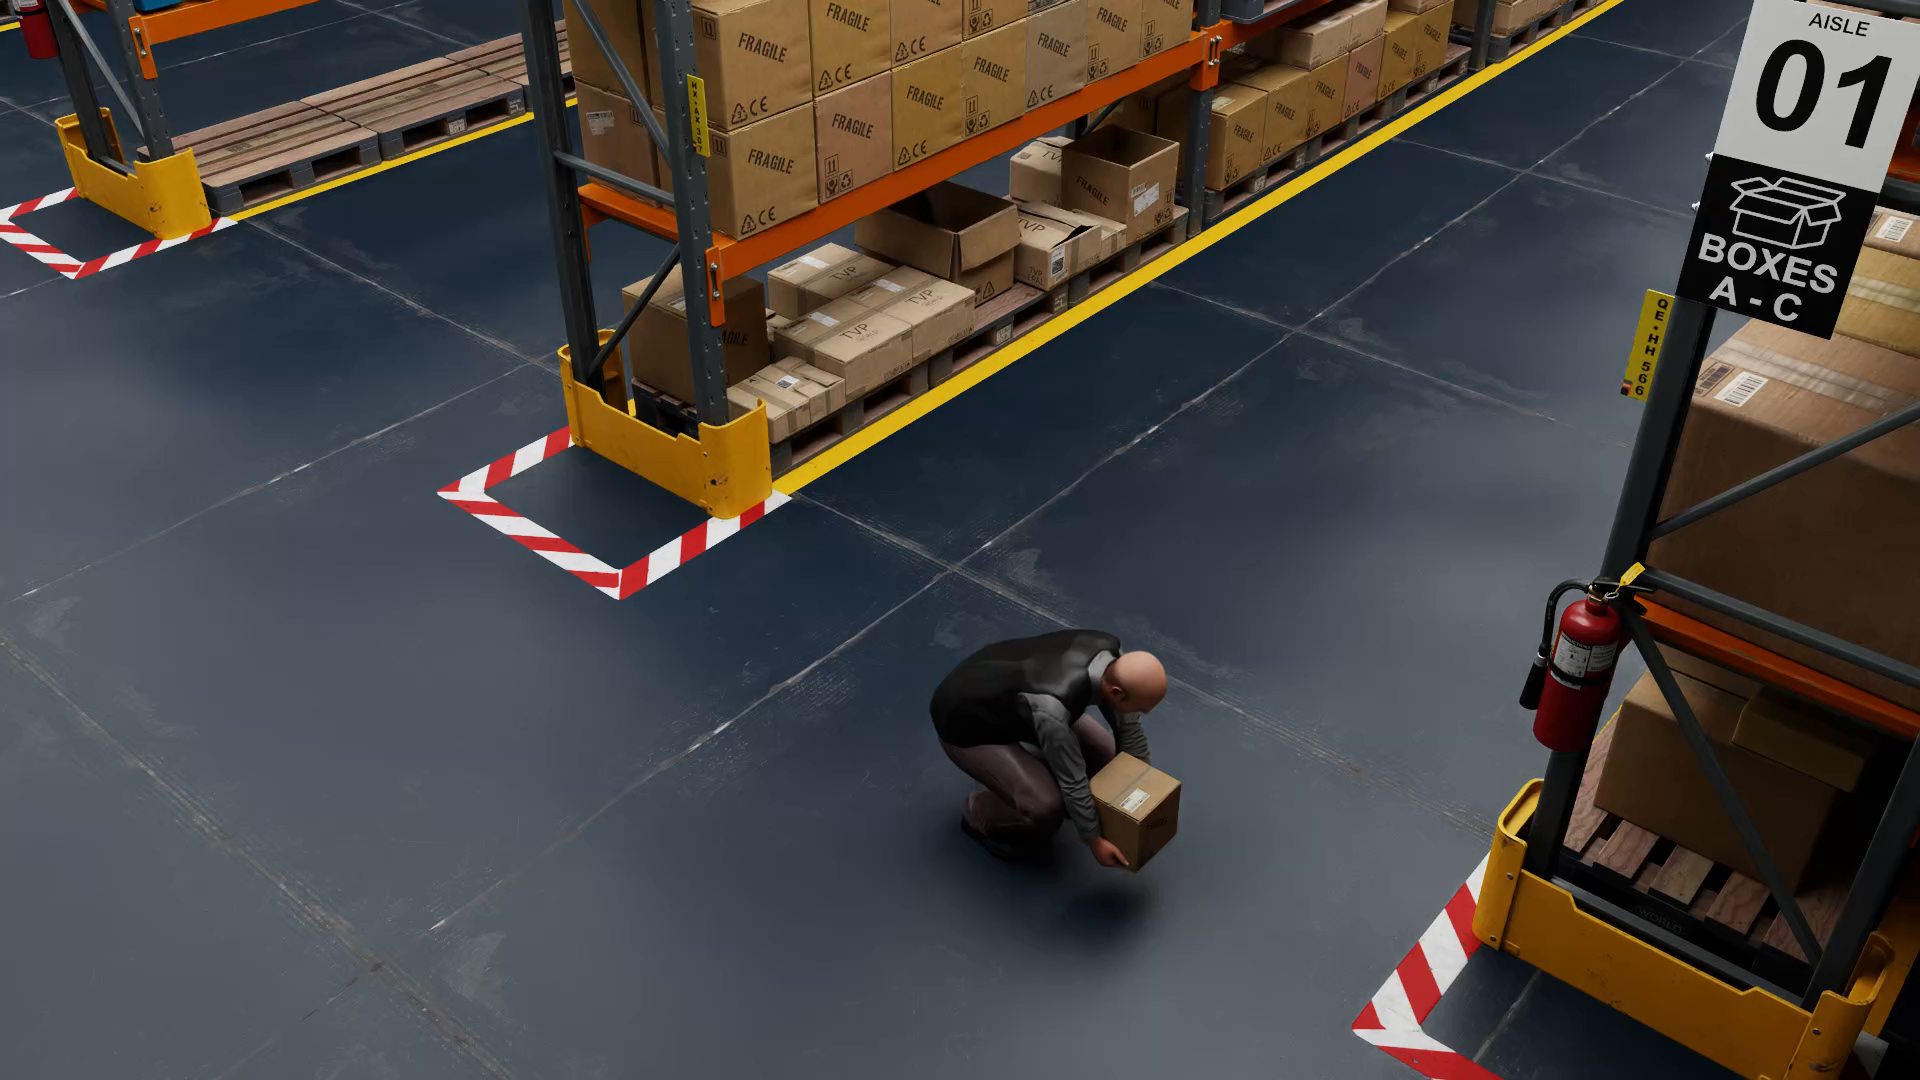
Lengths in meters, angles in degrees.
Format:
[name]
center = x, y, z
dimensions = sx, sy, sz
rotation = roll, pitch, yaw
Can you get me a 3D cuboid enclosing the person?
[person]
center = 0.327, 0.690, 5.845
dimensions = 0.883, 0.969, 0.516
rotation = 24, 42, 31
